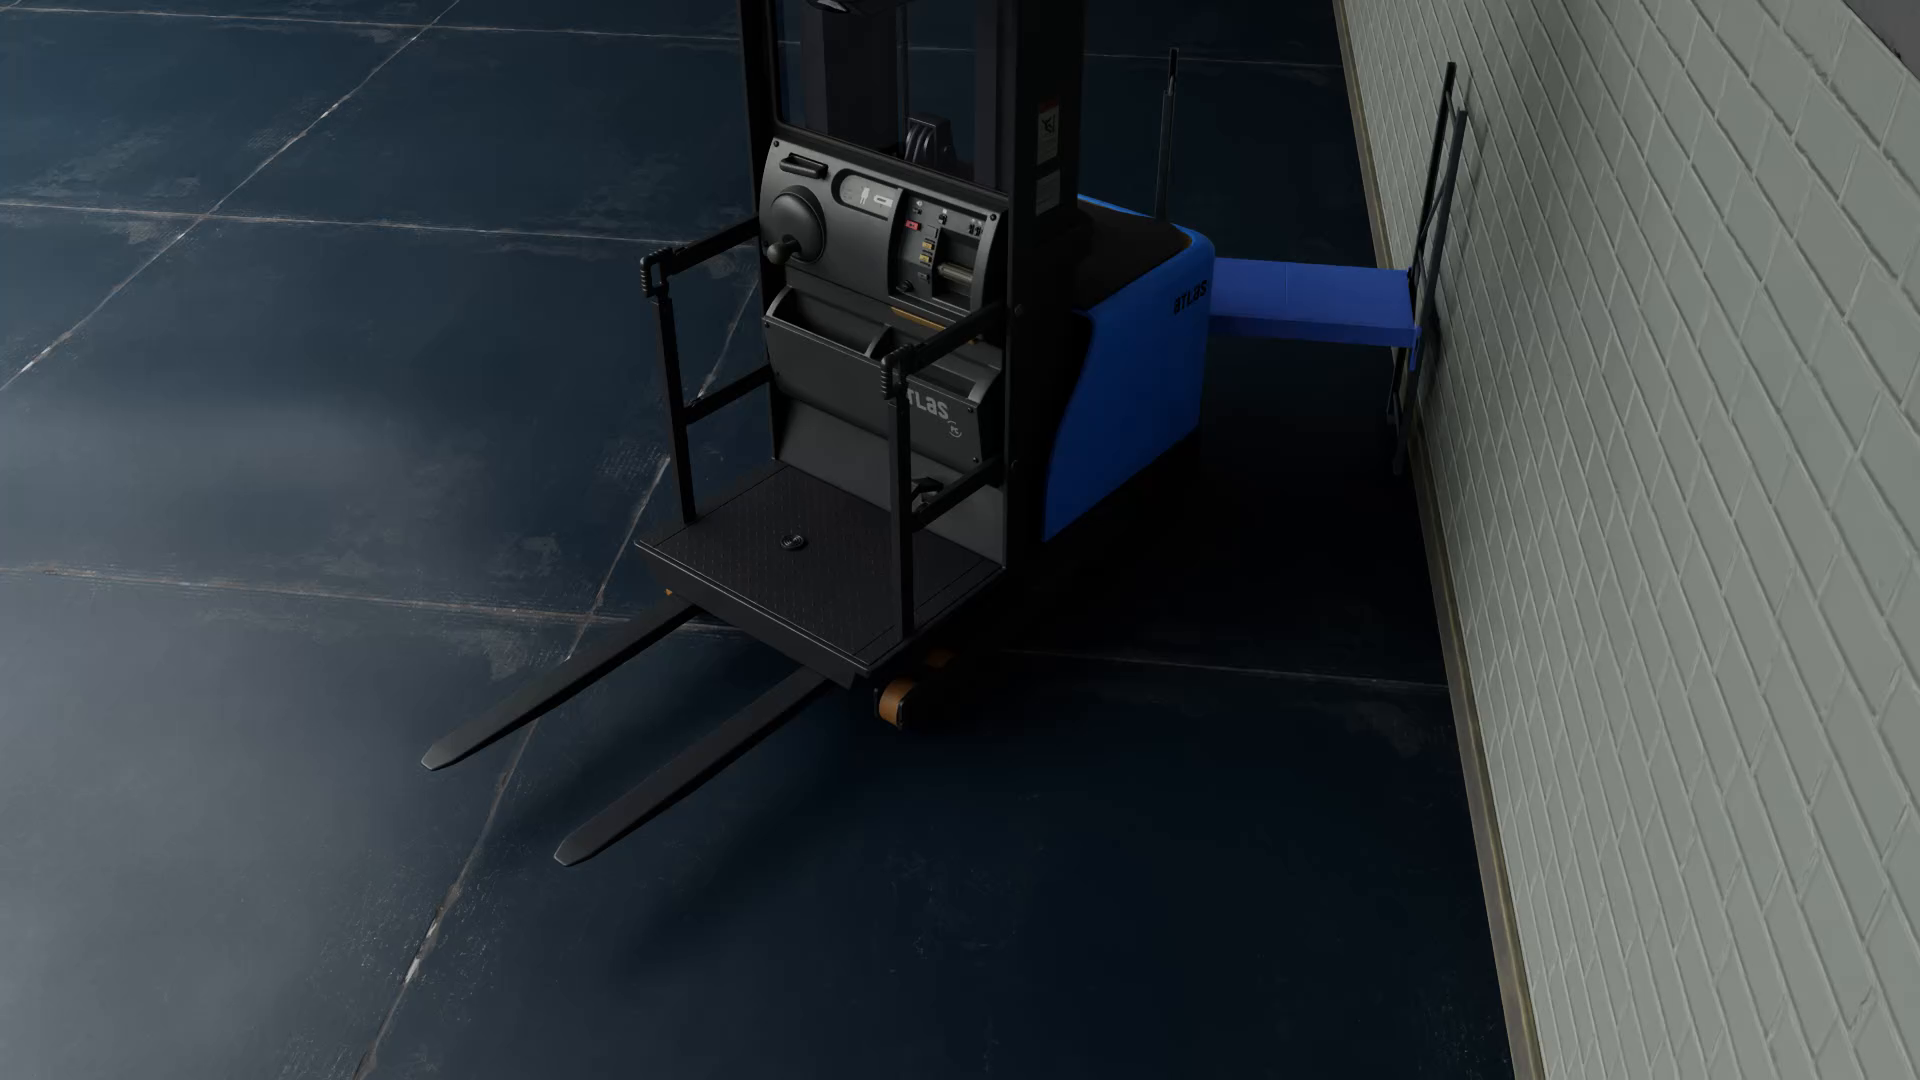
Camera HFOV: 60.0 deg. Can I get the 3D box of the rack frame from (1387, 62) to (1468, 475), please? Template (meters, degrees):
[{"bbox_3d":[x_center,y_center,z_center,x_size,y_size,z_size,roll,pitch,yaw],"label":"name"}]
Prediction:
[{"bbox_3d":[1.777,-1.012,6.377,0.032,1.500,0.500,5,36,7],"label":"rack frame"}]

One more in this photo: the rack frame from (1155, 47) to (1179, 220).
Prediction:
[{"bbox_3d":[0.773,-1.103,6.504,0.032,1.500,0.500,5,36,7],"label":"rack frame"}]

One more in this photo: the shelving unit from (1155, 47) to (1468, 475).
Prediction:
[{"bbox_3d":[1.275,-1.057,6.441,1.048,1.500,0.538,5,36,7],"label":"shelving unit"}]

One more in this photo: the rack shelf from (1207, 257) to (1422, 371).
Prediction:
[{"bbox_3d":[1.275,-0.911,6.545,1.000,0.185,0.538,5,36,7],"label":"rack shelf"}]

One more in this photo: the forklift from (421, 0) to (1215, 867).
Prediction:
[{"bbox_3d":[-0.393,-0.912,5.005,1.130,2.935,3.031,25,43,31],"label":"forklift"}]
